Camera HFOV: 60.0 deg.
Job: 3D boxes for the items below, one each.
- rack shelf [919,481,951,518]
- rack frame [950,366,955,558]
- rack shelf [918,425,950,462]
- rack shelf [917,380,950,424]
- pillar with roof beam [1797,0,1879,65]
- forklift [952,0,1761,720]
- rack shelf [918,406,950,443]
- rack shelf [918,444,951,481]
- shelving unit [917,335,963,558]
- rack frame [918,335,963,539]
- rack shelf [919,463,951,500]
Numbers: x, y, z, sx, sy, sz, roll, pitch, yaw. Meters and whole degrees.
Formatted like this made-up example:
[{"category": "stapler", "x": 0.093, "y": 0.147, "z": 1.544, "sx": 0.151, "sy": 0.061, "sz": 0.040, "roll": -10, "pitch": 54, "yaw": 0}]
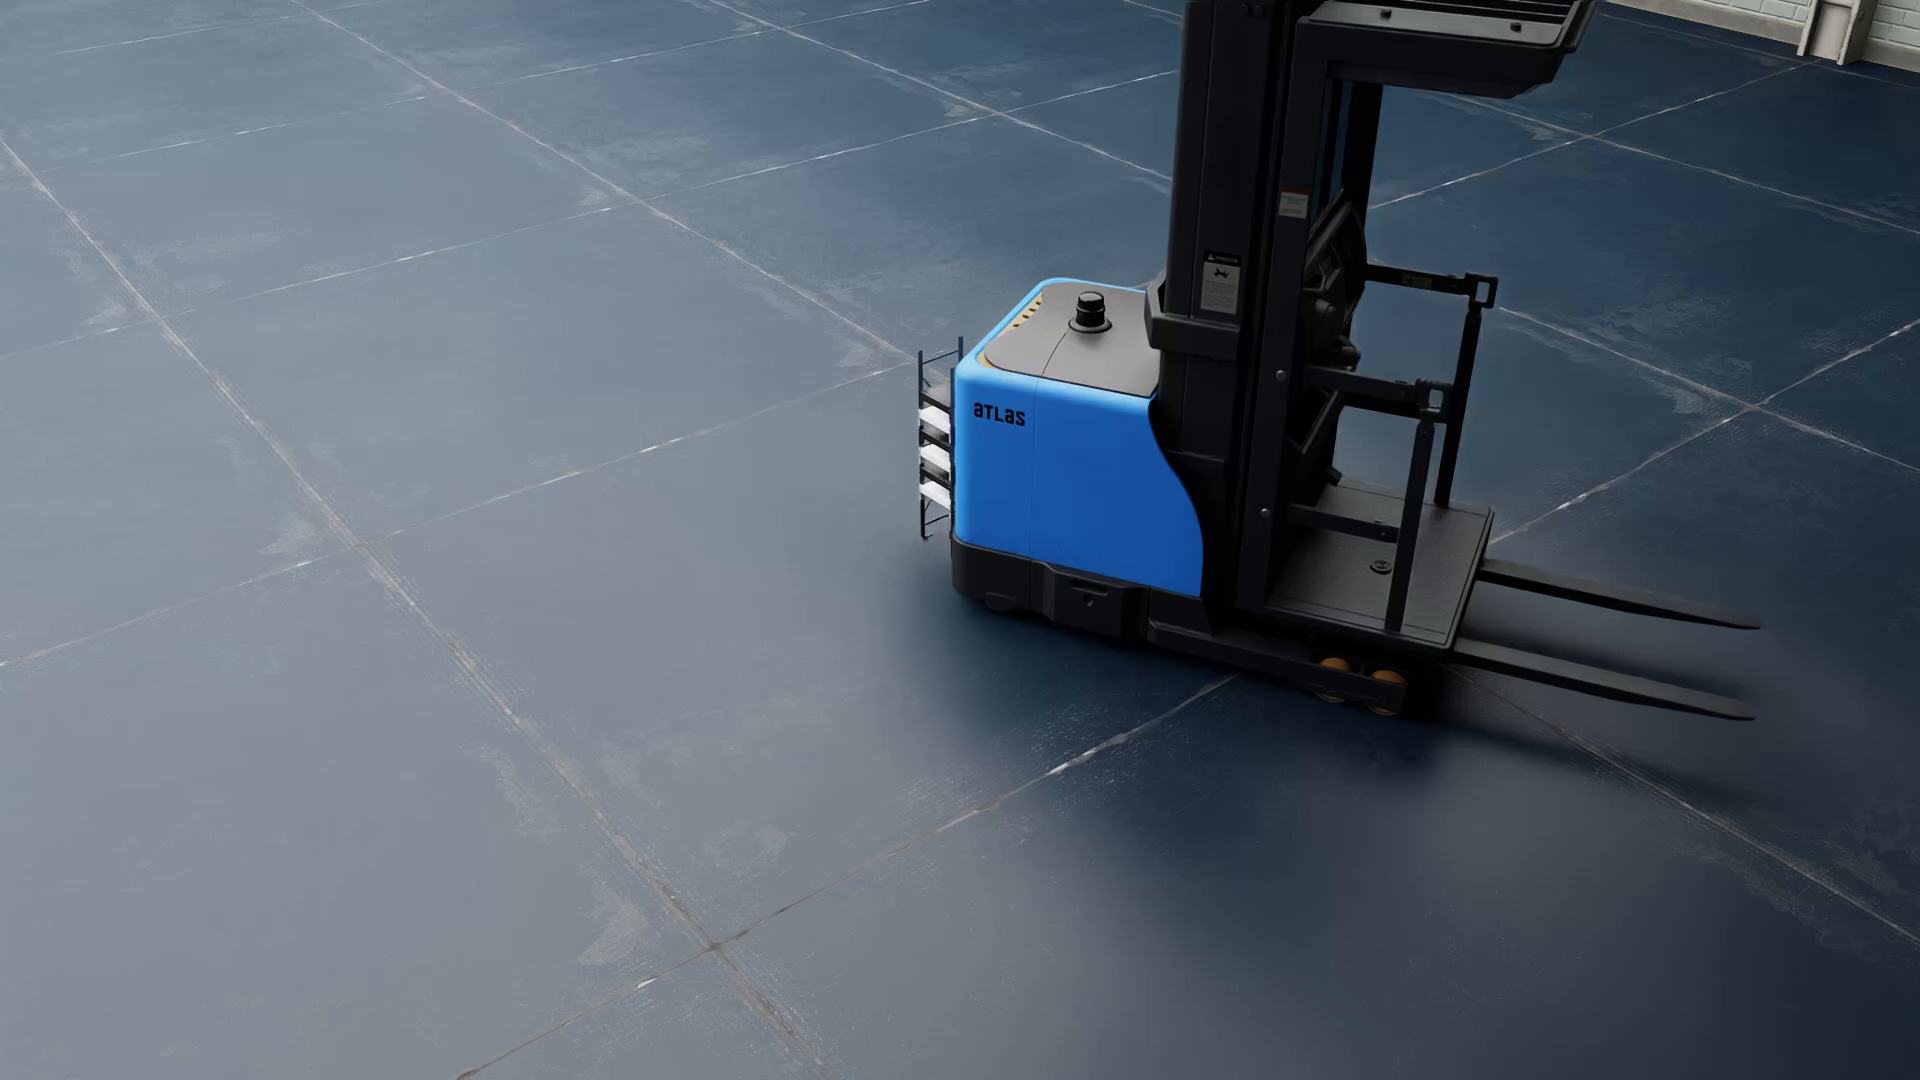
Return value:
[{"category": "rack shelf", "x": -0.014, "y": -0.207, "z": 7.134, "sx": 0.258, "sy": 0.077, "sz": 0.200, "roll": -25, "pitch": 39, "yaw": -34}, {"category": "rack frame", "x": 0.053, "y": -0.347, "z": 6.956, "sx": 0.240, "sy": 0.900, "sz": 0.006, "roll": -25, "pitch": 39, "yaw": -34}, {"category": "rack shelf", "x": -0.014, "y": -0.436, "z": 6.991, "sx": 0.258, "sy": 0.077, "sz": 0.200, "roll": -25, "pitch": 39, "yaw": -34}, {"category": "rack shelf", "x": -0.014, "y": -0.589, "z": 6.896, "sx": 0.258, "sy": 0.077, "sz": 0.200, "roll": -25, "pitch": 39, "yaw": -34}, {"category": "pillar with roof beam", "x": 3.725, "y": -6.394, "z": 9.015, "sx": 9.100, "sy": 9.000, "sz": 0.400, "roll": -22, "pitch": 38, "yaw": -31}, {"category": "forklift", "x": 1.530, "y": -0.912, "z": 5.940, "sx": 3.031, "sy": 2.935, "sz": 1.130, "roll": 13, "pitch": 34, "yaw": 20}, {"category": "rack shelf", "x": -0.014, "y": -0.512, "z": 6.944, "sx": 0.258, "sy": 0.077, "sz": 0.200, "roll": -25, "pitch": 39, "yaw": -34}, {"category": "rack shelf", "x": -0.014, "y": -0.360, "z": 7.039, "sx": 0.258, "sy": 0.077, "sz": 0.200, "roll": -25, "pitch": 39, "yaw": -34}, {"category": "shelving unit", "x": -0.014, "y": -0.388, "z": 7.021, "sx": 0.258, "sy": 0.900, "sz": 0.210, "roll": -25, "pitch": 39, "yaw": -34}, {"category": "rack frame", "x": -0.080, "y": -0.428, "z": 7.086, "sx": 0.240, "sy": 0.900, "sz": 0.006, "roll": -25, "pitch": 39, "yaw": -34}, {"category": "rack shelf", "x": -0.014, "y": -0.283, "z": 7.086, "sx": 0.258, "sy": 0.077, "sz": 0.200, "roll": -25, "pitch": 39, "yaw": -34}]
